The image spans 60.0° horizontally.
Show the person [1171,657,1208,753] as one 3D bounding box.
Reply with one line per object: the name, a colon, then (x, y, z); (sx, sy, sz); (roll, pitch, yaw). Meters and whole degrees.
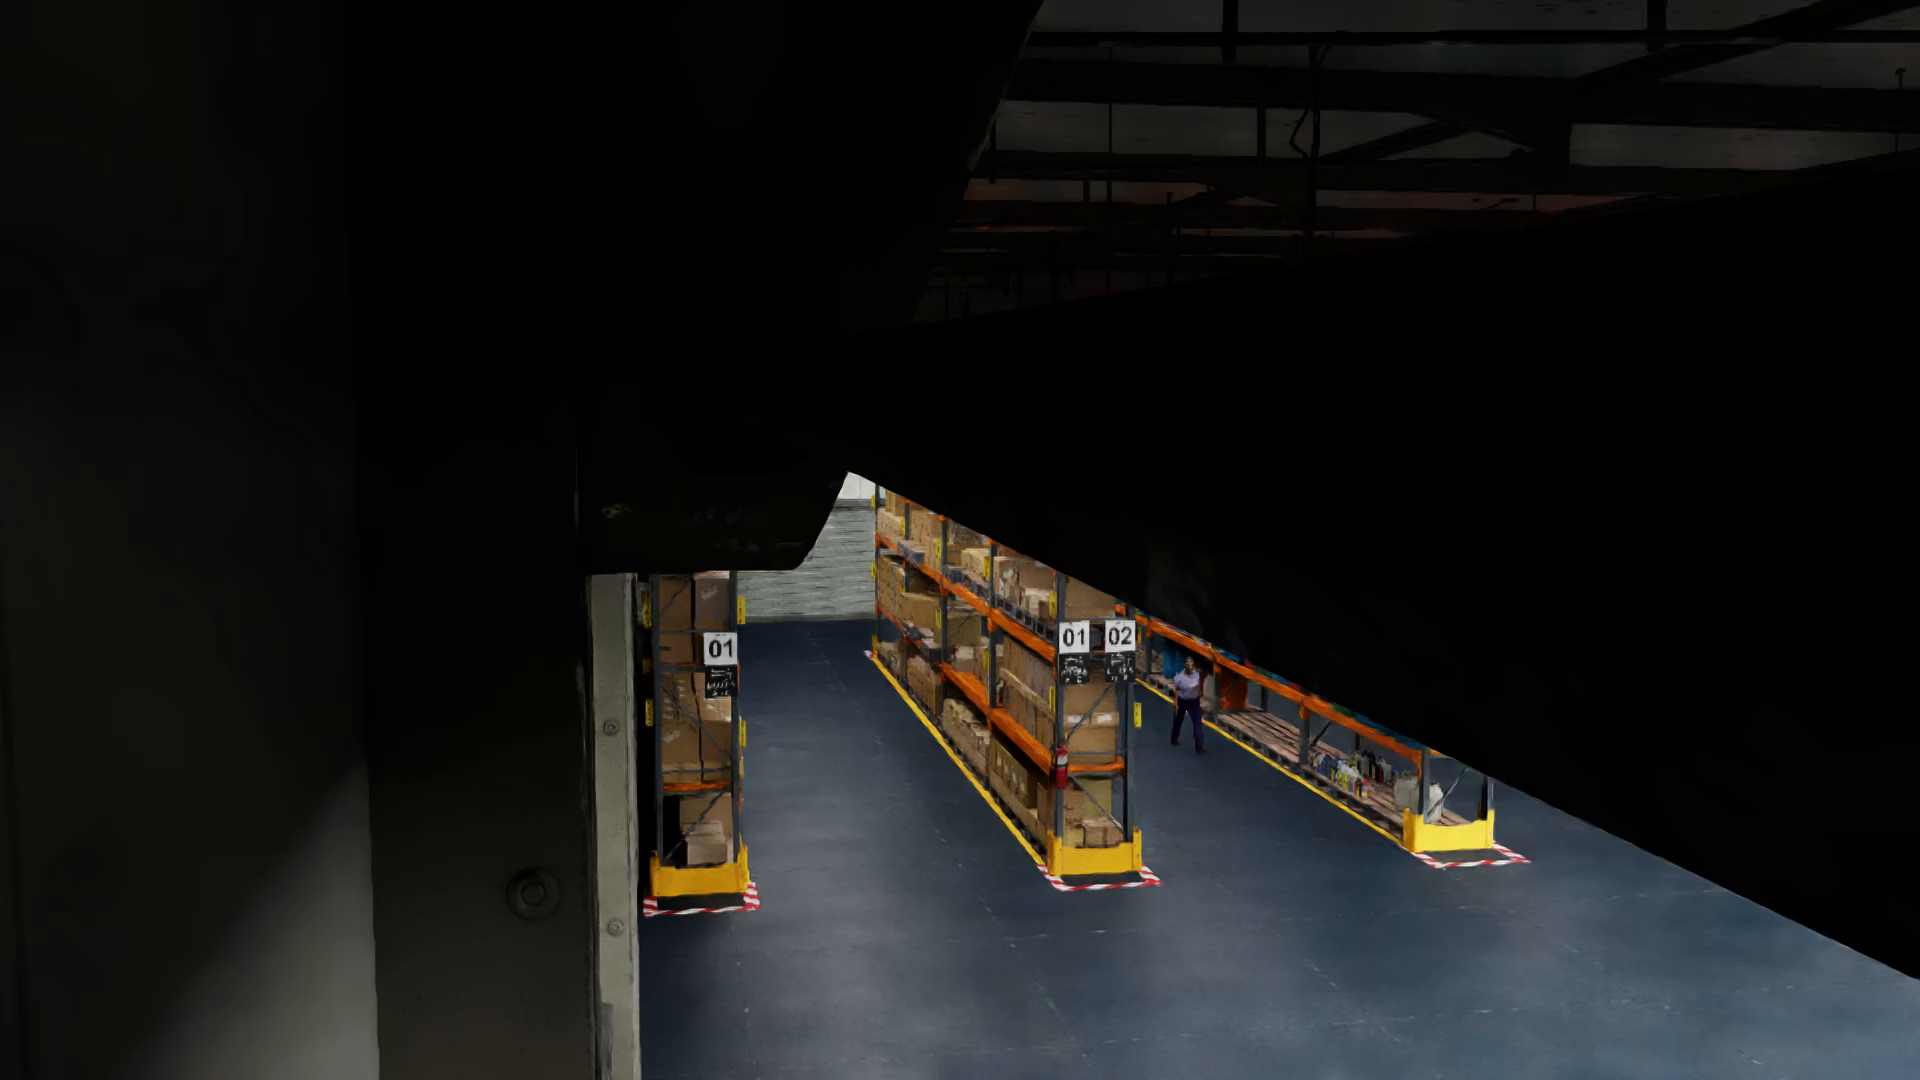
person: (3.763, 2.706, 27.609); (0.479, 1.567, 1.090); (-1, 6, -9)
